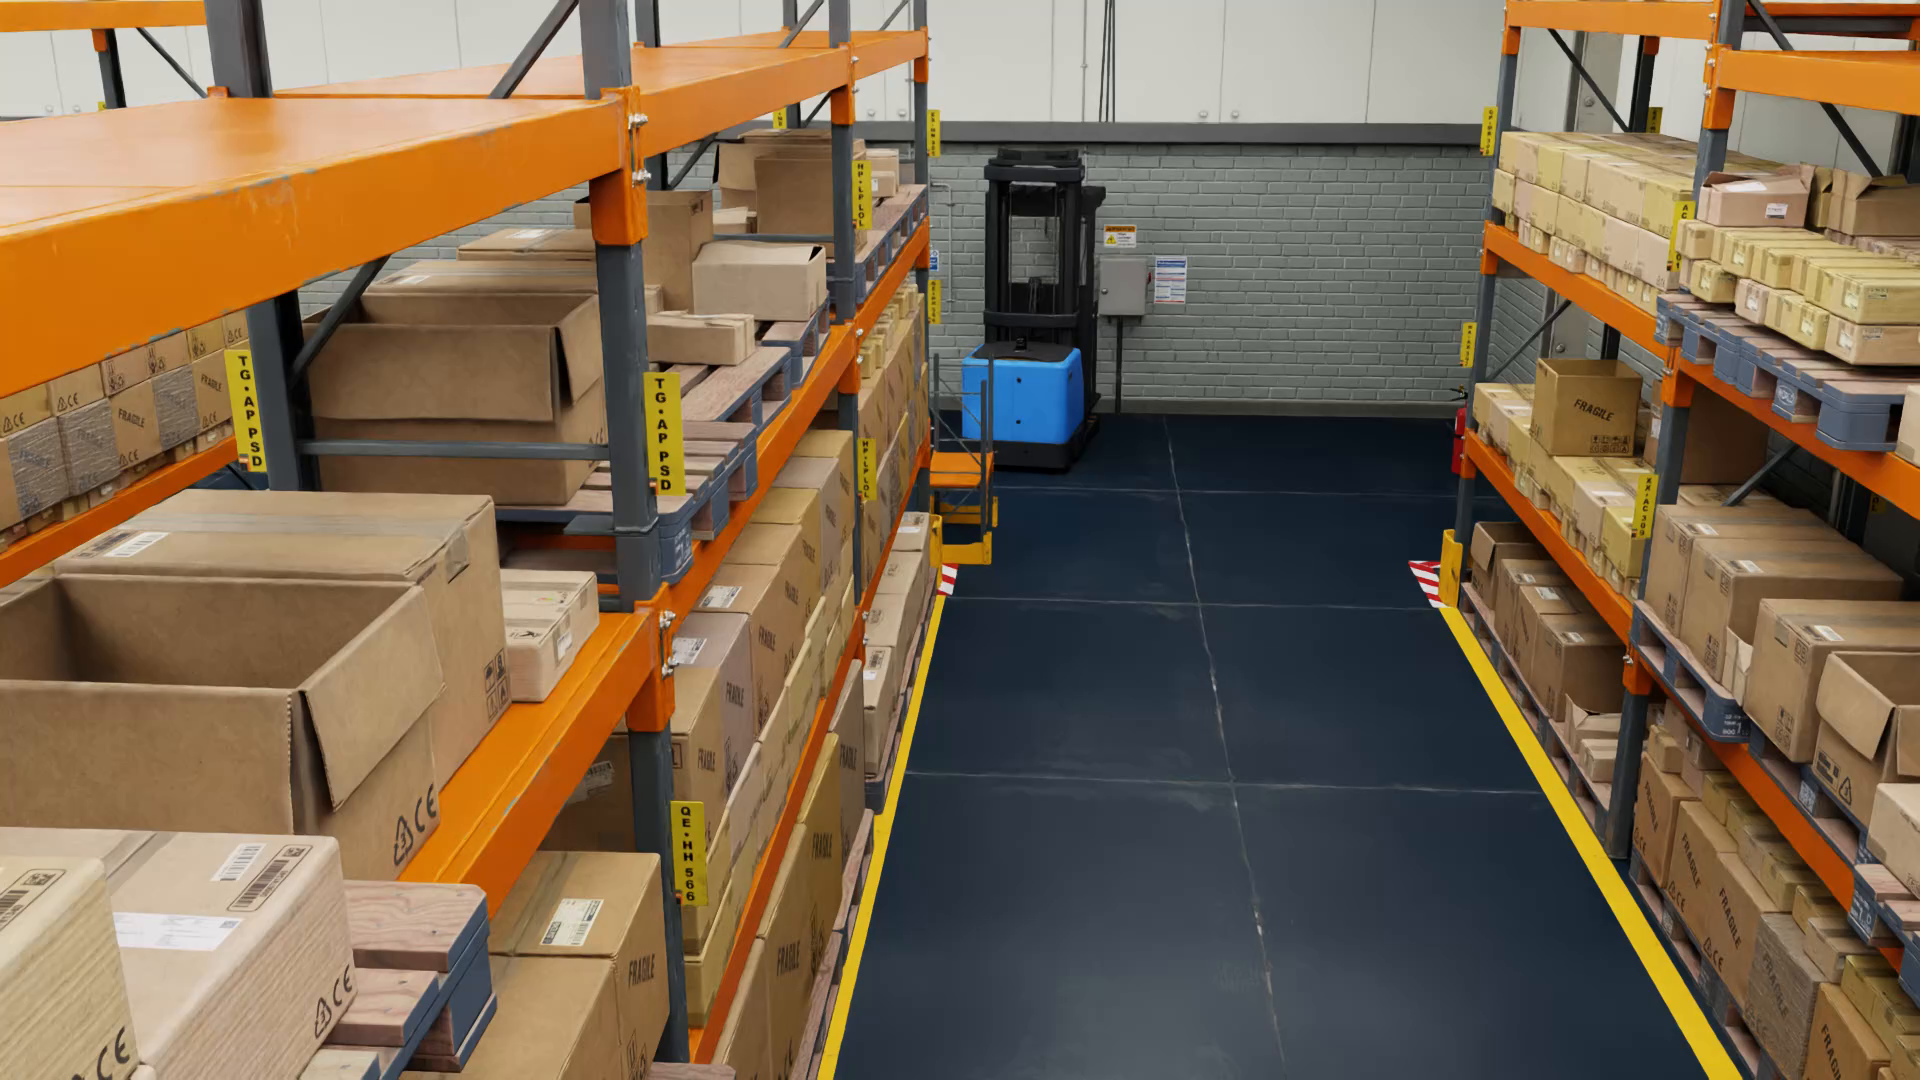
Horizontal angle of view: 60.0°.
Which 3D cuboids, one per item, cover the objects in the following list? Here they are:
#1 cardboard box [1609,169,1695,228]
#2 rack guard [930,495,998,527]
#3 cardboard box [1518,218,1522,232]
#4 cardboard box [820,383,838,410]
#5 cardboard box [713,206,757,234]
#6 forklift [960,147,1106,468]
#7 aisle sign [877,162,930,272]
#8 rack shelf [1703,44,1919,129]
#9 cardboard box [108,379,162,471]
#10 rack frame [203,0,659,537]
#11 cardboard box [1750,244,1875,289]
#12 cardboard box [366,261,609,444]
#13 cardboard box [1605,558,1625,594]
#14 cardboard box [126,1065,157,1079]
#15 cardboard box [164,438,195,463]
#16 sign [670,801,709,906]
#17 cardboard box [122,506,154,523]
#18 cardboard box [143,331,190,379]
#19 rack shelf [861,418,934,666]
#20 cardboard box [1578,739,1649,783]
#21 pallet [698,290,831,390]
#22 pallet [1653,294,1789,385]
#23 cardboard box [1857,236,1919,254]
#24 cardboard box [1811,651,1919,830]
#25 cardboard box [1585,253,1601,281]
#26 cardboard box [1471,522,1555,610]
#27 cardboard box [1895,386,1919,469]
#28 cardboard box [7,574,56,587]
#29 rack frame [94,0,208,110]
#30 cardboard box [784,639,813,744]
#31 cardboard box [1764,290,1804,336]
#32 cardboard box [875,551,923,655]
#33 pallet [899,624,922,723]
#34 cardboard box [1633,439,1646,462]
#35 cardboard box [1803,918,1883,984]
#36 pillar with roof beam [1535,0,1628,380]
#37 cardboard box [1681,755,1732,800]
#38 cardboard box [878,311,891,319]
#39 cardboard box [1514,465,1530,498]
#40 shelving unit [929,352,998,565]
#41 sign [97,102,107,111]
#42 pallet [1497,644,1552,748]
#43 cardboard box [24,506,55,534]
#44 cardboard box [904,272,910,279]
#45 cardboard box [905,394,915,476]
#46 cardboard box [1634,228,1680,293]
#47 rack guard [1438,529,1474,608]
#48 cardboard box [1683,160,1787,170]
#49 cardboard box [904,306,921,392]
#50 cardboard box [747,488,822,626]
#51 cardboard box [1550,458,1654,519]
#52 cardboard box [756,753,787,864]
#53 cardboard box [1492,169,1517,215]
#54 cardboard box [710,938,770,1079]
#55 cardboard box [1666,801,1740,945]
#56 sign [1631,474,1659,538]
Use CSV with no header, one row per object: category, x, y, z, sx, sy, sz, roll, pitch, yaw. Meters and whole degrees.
cardboard box,3.756,-1.799,8.739,0.500,0.250,0.500,1,18,3
rack guard,0.030,-0.250,14.284,0.587,0.250,0.087,1,18,4
cardboard box,3.972,-2.118,11.157,0.380,0.149,0.250,2,18,5
cardboard box,-0.737,-0.779,8.674,0.380,0.149,0.250,1,18,3
cardboard box,-1.292,-1.670,8.765,0.396,0.266,0.258,2,18,6
forklift,0.847,-2.492,16.821,1.130,2.935,3.031,4,19,13
aisle sign,-0.418,-2.349,12.098,0.394,0.787,0.004,1,18,4
rack shelf,3.789,-1.444,5.675,1.077,0.370,4.000,1,18,4
cardboard box,-5.567,-0.748,10.751,0.500,0.500,0.500,2,18,7
rack frame,-1.306,-1.464,3.939,1.000,3.000,0.127,1,18,4
cardboard box,3.473,-1.115,6.781,0.380,0.149,0.250,1,18,3
cardboard box,-1.424,-0.597,5.277,0.700,0.500,0.500,0,18,1
cardboard box,3.700,0.188,8.937,0.380,0.149,0.250,2,18,5
cardboard box,-1.115,0.745,1.580,0.500,0.250,0.500,1,18,3
cardboard box,-5.520,-0.634,11.445,0.380,0.149,0.250,0,18,1
sign,-0.764,0.883,4.677,0.100,0.325,0.005,1,18,4
cardboard box,-6.053,-0.149,12.510,0.380,0.149,0.250,0,18,1
cardboard box,-5.526,-1.374,11.056,0.500,0.500,0.500,2,18,7
rack shelf,-0.876,-0.135,10.672,1.077,0.370,4.000,1,18,4
cardboard box,3.679,1.230,9.257,0.380,0.149,0.250,1,18,2
pallet,-1.035,-0.904,7.355,0.805,0.209,1.217,1,18,2
pallet,3.815,-0.881,7.279,1.213,0.211,1.003,1,18,4
cardboard box,4.022,-1.186,7.000,0.380,0.149,0.250,1,18,3
cardboard box,3.578,0.737,6.017,0.797,0.503,0.637,1,18,3
cardboard box,3.794,-1.566,9.472,0.380,0.149,0.250,1,18,4
cardboard box,4.081,0.186,11.872,0.797,0.503,0.637,1,18,2
cardboard box,3.511,-0.334,5.549,0.500,0.250,0.500,1,18,4
cardboard box,-6.050,0.340,11.016,0.380,0.149,0.250,1,18,4
rack frame,-5.677,-4.028,11.763,1.000,3.000,0.127,1,18,4
cardboard box,-0.887,0.596,6.724,0.500,0.250,0.500,2,18,5
cardboard box,3.443,-0.898,6.597,0.380,0.149,0.250,1,18,3
cardboard box,-0.737,0.412,11.289,0.875,0.438,0.875,2,18,5
pallet,-0.802,0.855,10.974,1.003,0.211,1.213,1,18,4
cardboard box,4.335,-0.433,10.191,0.500,0.250,0.500,1,18,4
cardboard box,3.551,1.606,6.502,0.380,0.149,0.250,0,18,1
pillar with roof beam,1.017,-4.752,13.975,9.100,9.000,0.400,1,18,4
cardboard box,3.698,1.127,7.963,0.380,0.149,0.250,1,18,2
cardboard box,-0.632,-1.334,10.369,0.380,0.149,0.250,2,18,6
cardboard box,3.780,-0.374,10.650,0.380,0.149,0.250,1,18,2
shelving unit,-0.005,-0.689,13.617,0.587,1.500,1.083,1,18,4
sign,-6.218,-3.030,12.131,0.100,0.325,0.005,1,18,4
pallet,4.067,0.986,10.575,1.003,0.211,1.213,1,18,4
cardboard box,-5.680,-0.146,9.955,0.380,0.149,0.250,0,18,1
cardboard box,-0.558,-1.813,11.830,0.380,0.149,0.250,2,18,5
cardboard box,-0.581,-0.674,11.002,0.500,0.500,0.500,2,18,6
cardboard box,3.717,-1.397,8.315,0.500,0.250,0.500,1,18,4
rack guard,4.214,0.223,12.439,1.175,0.500,0.348,1,18,4
cardboard box,4.309,-1.945,9.186,0.500,0.250,0.500,1,18,3
cardboard box,-0.537,-1.302,11.314,0.500,0.500,0.500,1,18,4
cardboard box,-0.886,0.084,7.083,0.500,0.500,0.500,2,18,6
cardboard box,3.796,-0.290,9.754,0.500,0.250,0.500,1,18,4
cardboard box,-0.957,0.989,6.328,0.500,0.250,0.500,2,18,6
cardboard box,3.915,-2.352,11.229,0.500,0.250,0.500,1,18,3
cardboard box,-1.173,1.984,5.788,0.875,0.875,0.875,1,18,3
cardboard box,3.645,1.553,7.705,0.500,0.500,0.500,1,18,3
sign,3.390,-0.167,8.225,0.100,0.325,0.005,1,18,4
